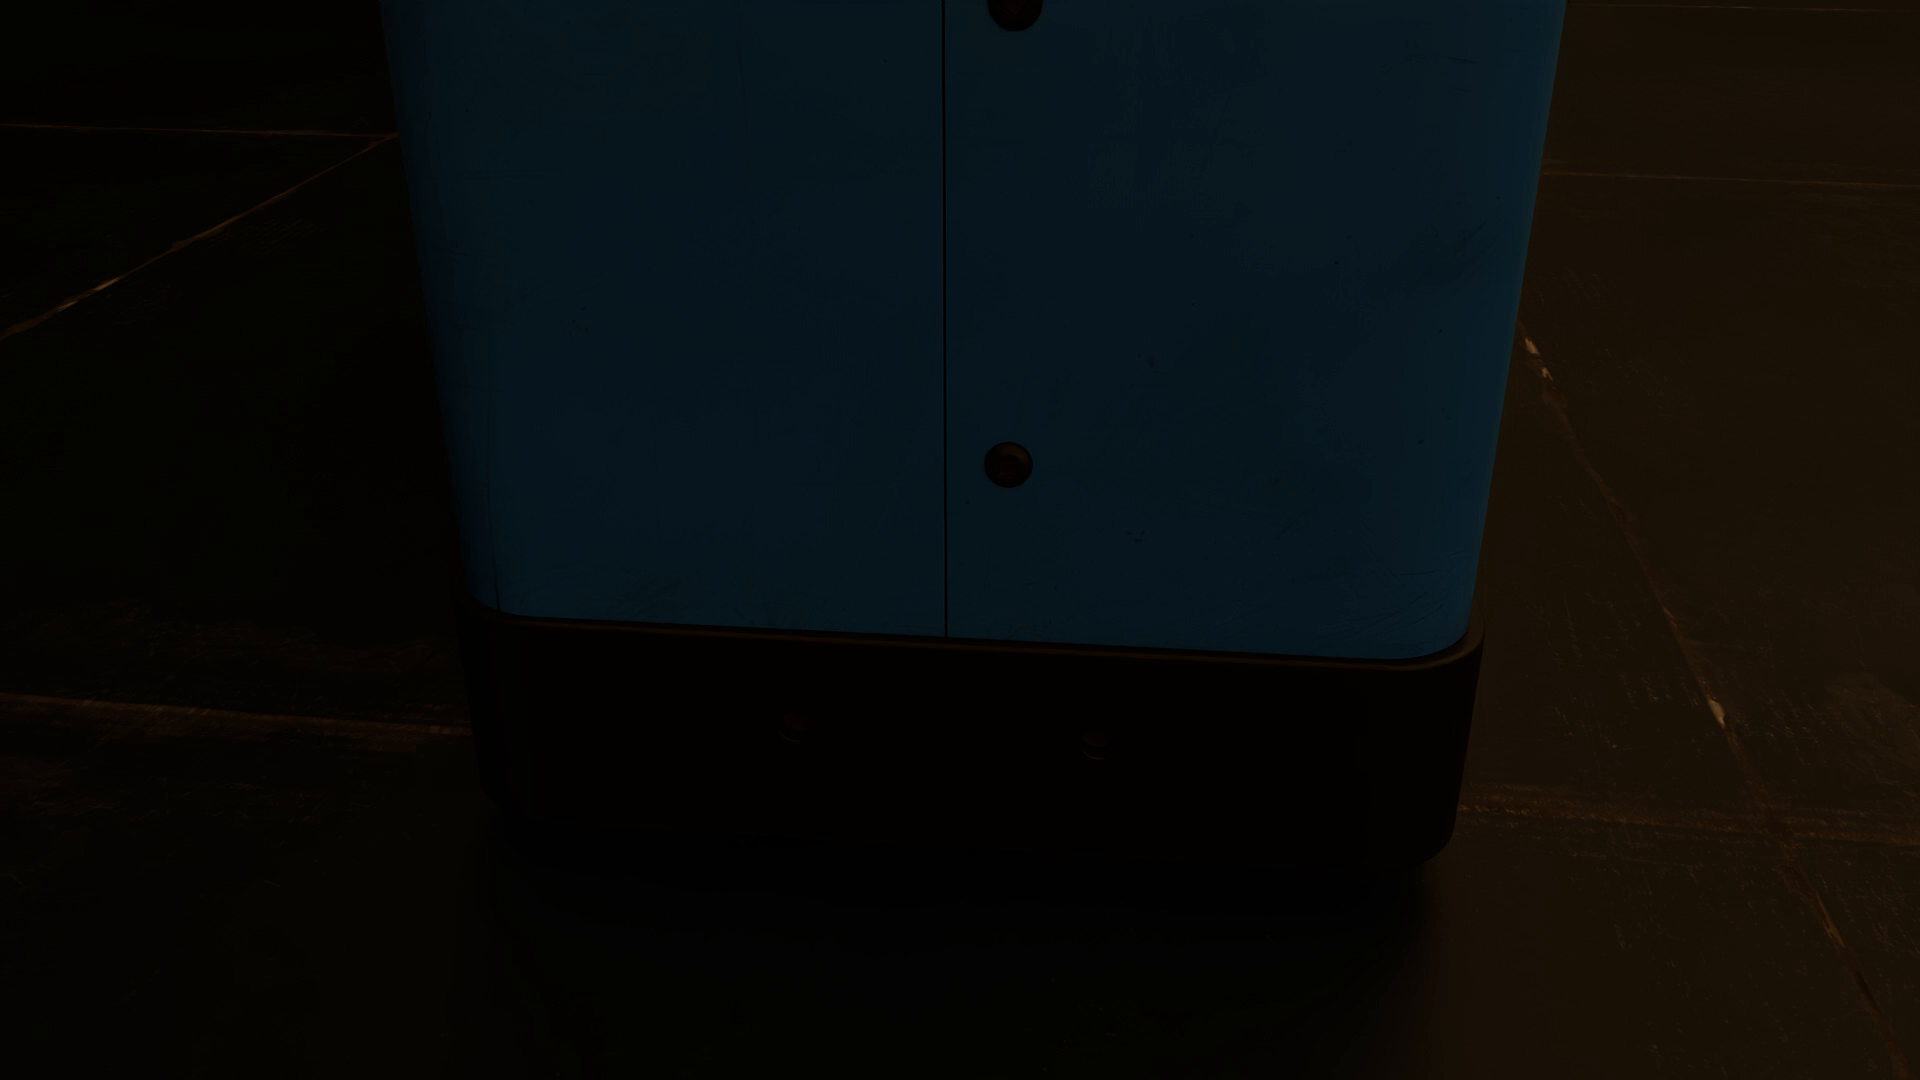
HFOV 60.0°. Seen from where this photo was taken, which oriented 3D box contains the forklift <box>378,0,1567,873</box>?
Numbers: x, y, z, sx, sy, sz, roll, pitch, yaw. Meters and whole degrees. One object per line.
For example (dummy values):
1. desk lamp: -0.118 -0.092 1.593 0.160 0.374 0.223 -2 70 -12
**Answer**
1. forklift: 0.139 -1.604 2.432 1.130 2.935 3.031 3 27 5
